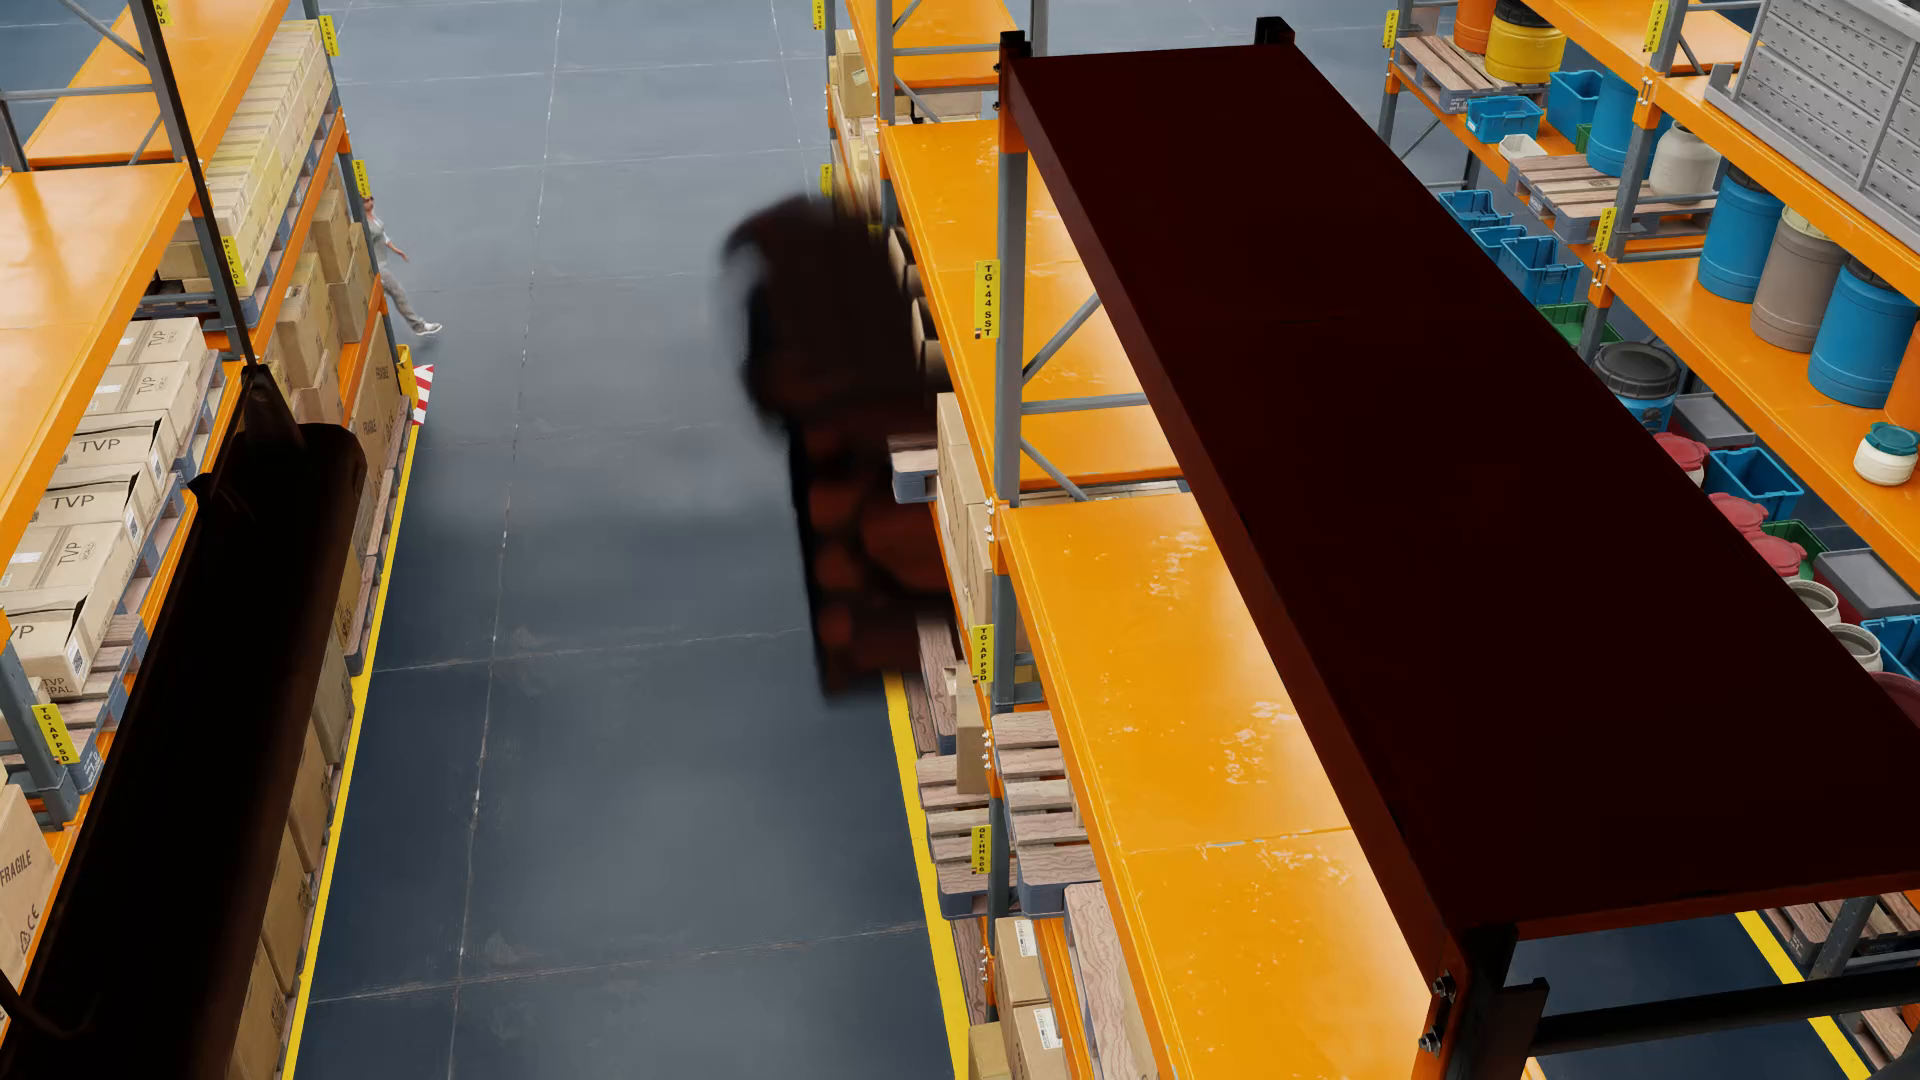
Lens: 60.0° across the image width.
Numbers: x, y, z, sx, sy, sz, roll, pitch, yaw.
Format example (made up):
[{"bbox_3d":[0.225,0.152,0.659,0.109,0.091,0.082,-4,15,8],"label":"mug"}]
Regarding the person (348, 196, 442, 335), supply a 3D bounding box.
[{"bbox_3d":[-5.515,-2.623,15.683,0.949,1.544,0.388,-12,38,-15],"label":"person"}]
